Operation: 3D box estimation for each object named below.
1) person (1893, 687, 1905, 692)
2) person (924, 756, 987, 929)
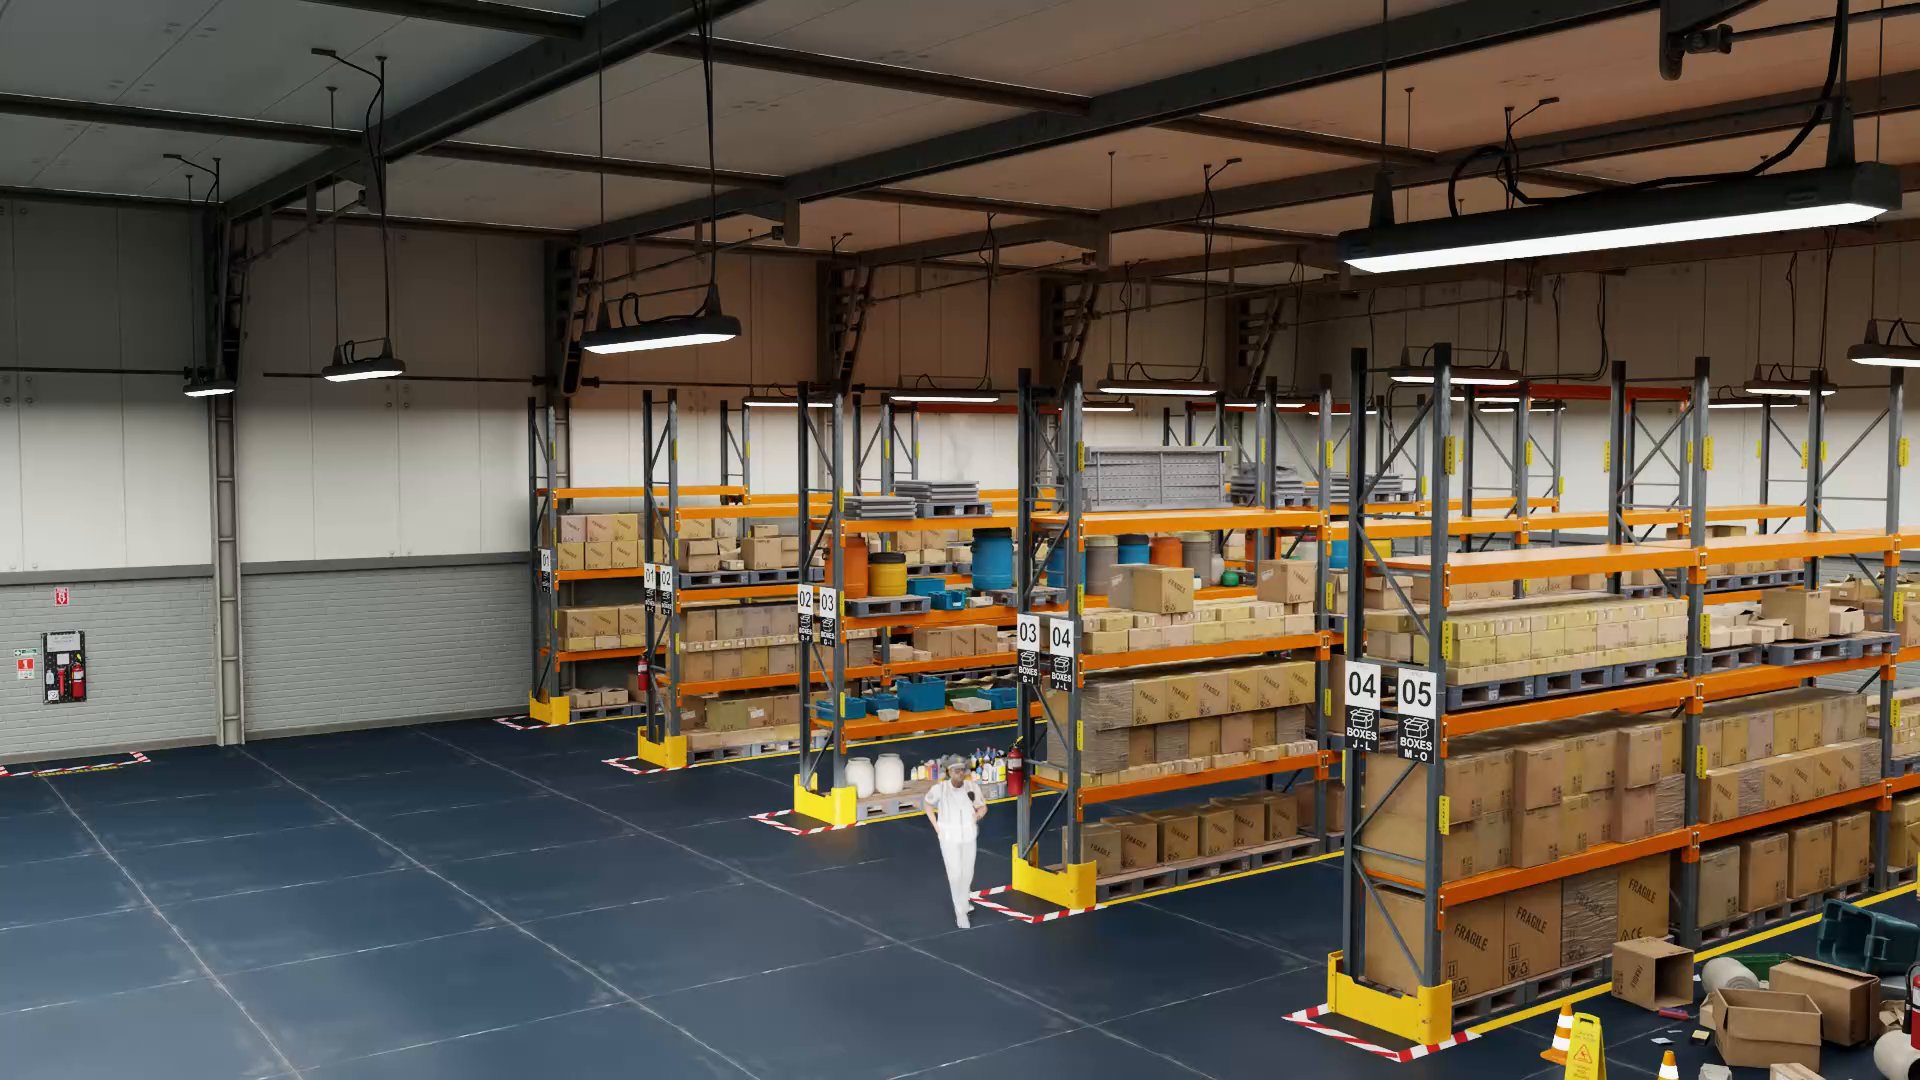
[{"bbox_3d":[13.460,2.938,23.736,0.791,1.696,0.624,-3,4,-37],"label":"person"},{"bbox_3d":[-0.025,3.229,17.892,0.648,1.848,0.771,-1,4,-18],"label":"person"}]
